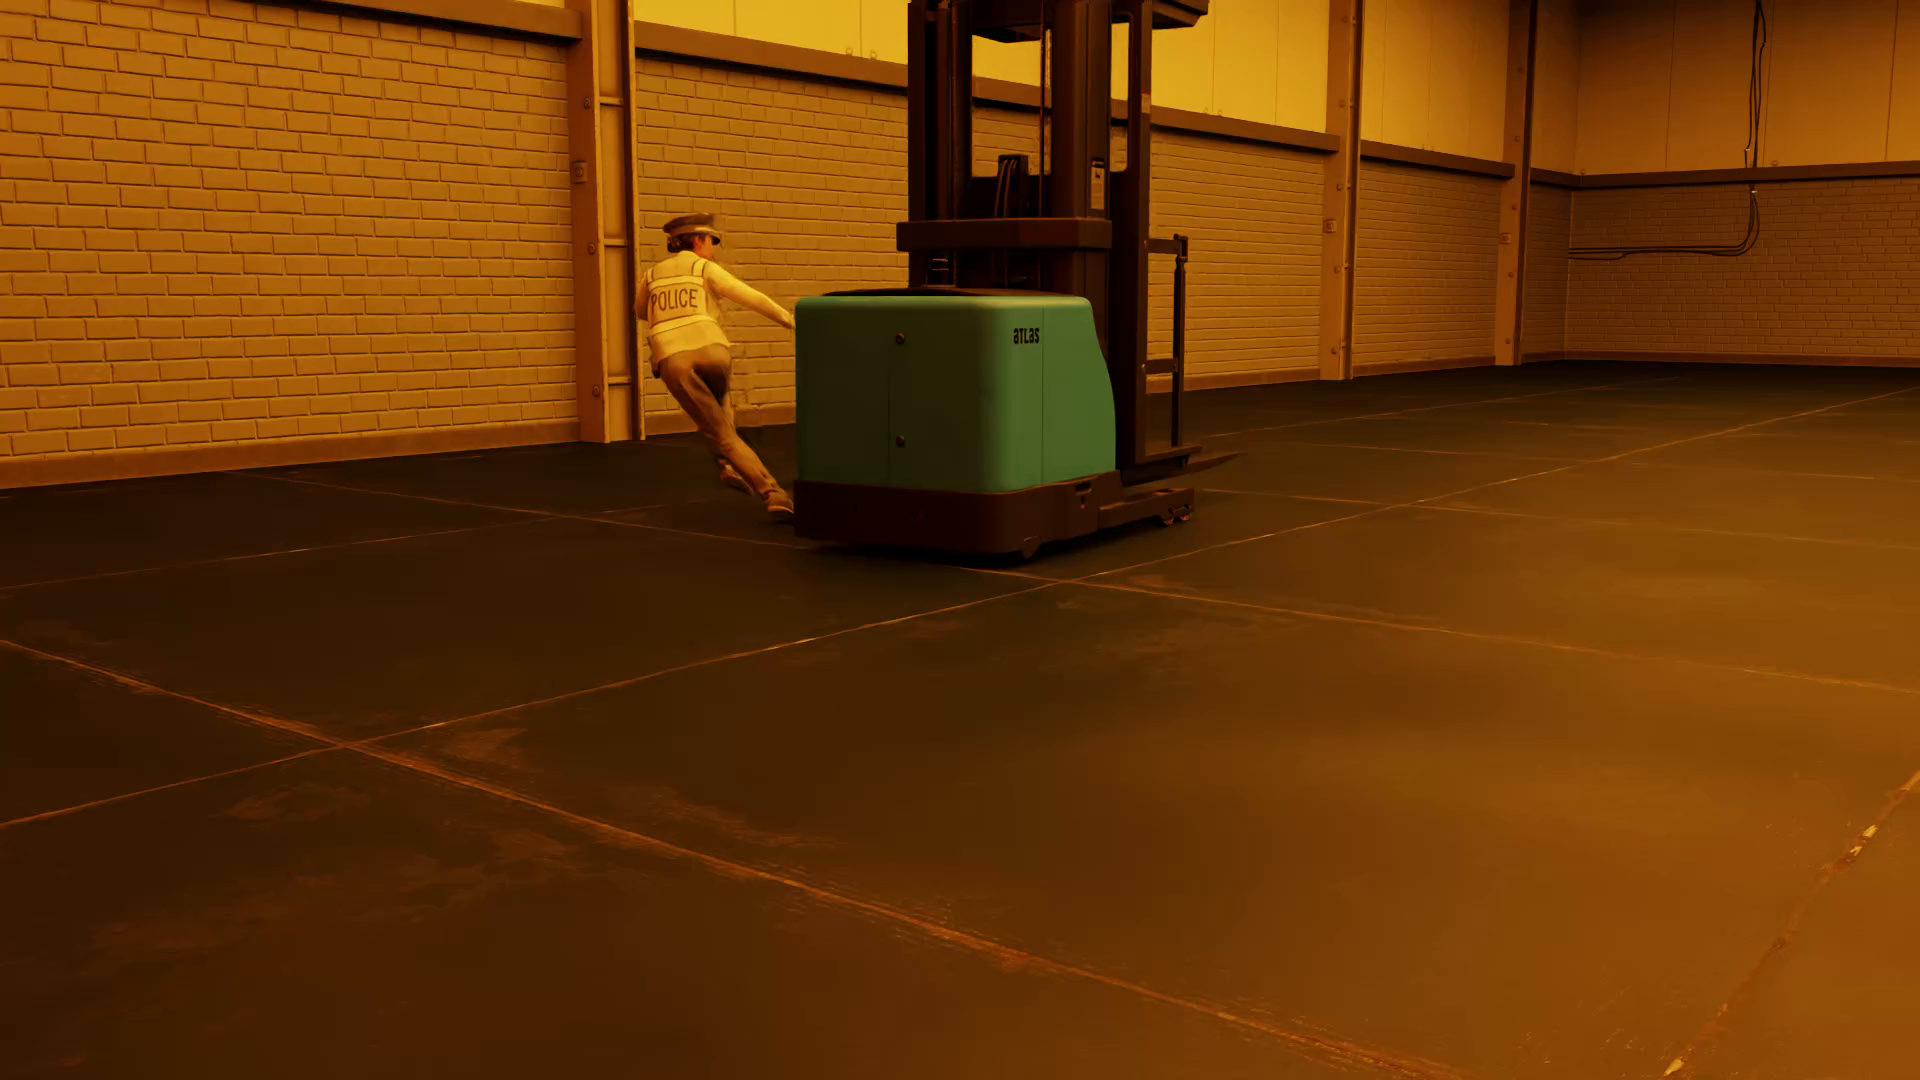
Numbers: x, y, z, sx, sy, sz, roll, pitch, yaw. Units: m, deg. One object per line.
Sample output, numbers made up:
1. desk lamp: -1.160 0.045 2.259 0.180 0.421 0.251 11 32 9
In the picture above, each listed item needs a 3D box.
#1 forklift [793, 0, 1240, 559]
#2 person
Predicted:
1. forklift: 0.482 -1.546 7.848 1.130 2.935 3.031 5 10 30
2. person: -1.170 -0.865 8.175 0.915 1.455 0.836 0 8 0
